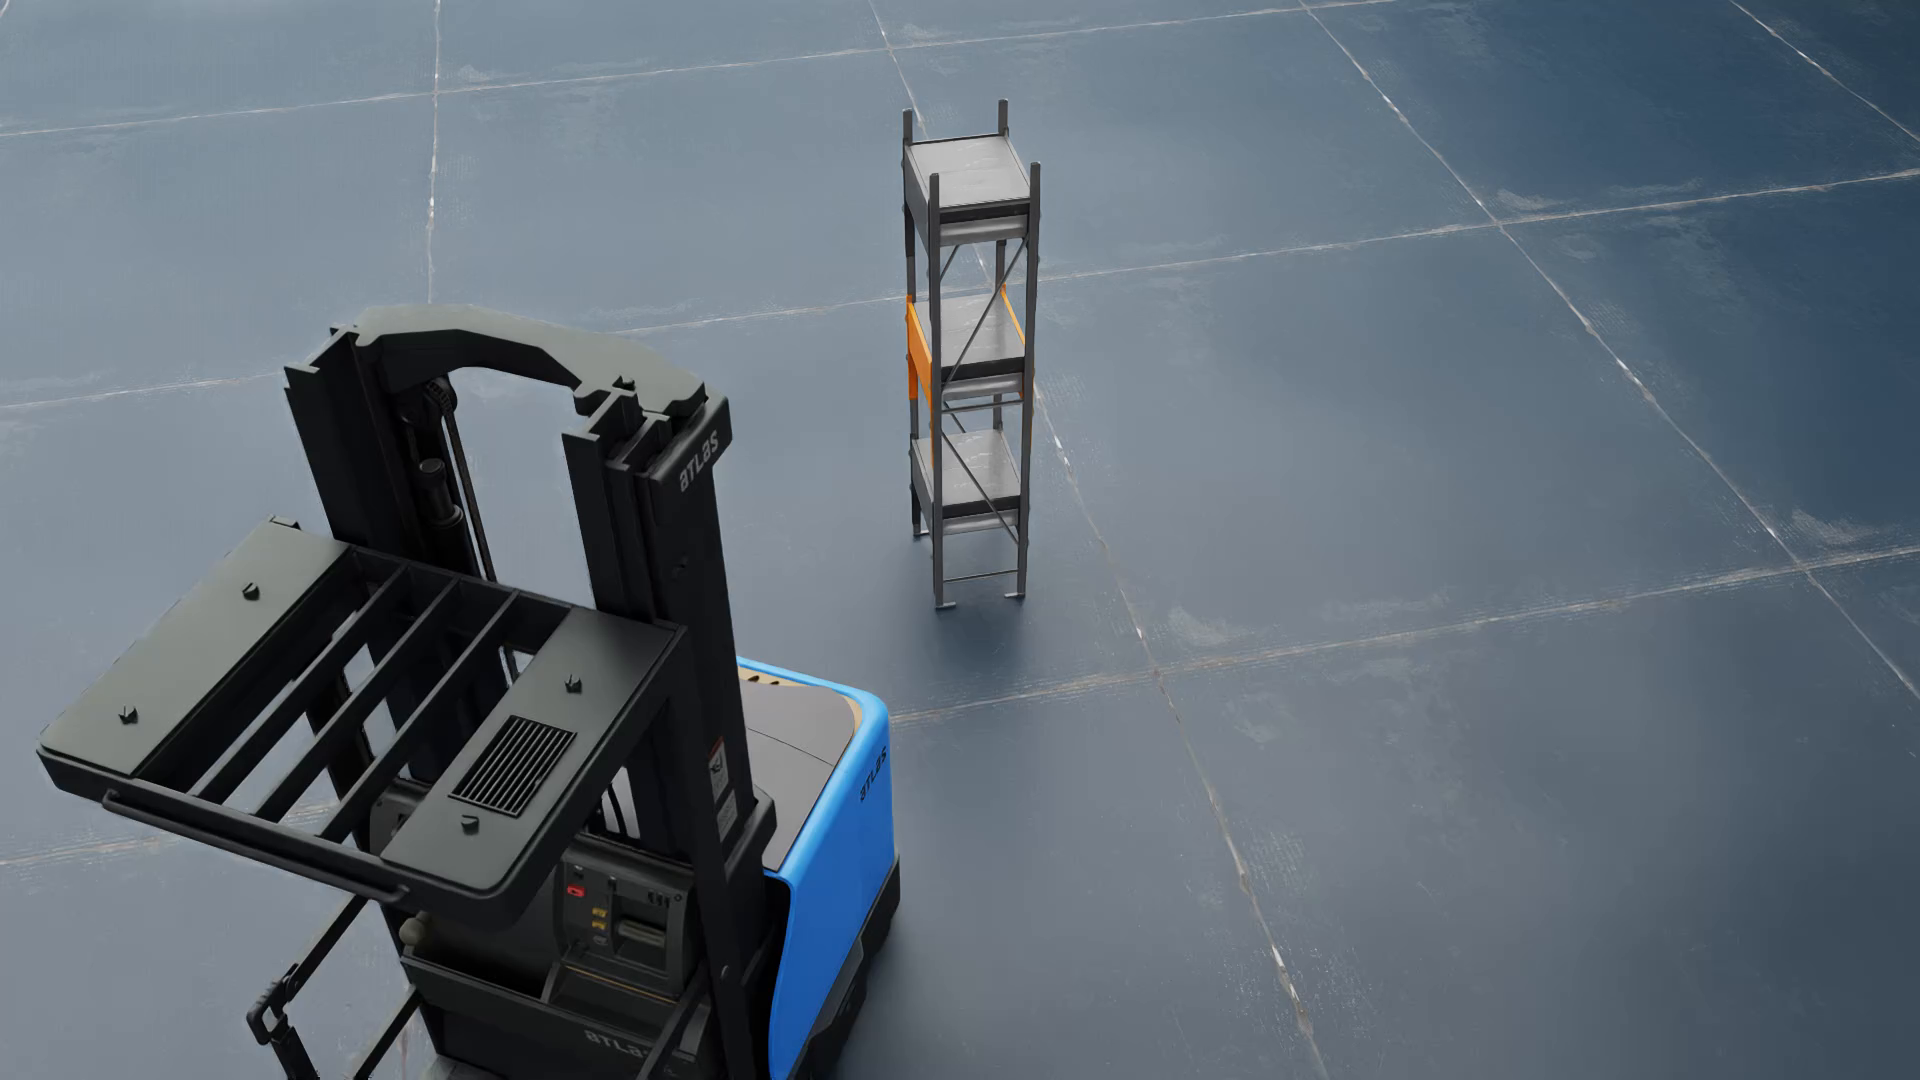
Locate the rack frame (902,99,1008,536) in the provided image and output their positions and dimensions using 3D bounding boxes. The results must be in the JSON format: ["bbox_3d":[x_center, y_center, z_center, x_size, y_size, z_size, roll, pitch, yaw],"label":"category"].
[{"bbox_3d":[-0.017,-0.836,6.892,0.400,2.100,0.015,-8,42,-9],"label":"rack frame"}]

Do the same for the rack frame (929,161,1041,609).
[{"bbox_3d":[0.088,-0.520,6.536,0.400,2.100,0.015,-8,42,-9],"label":"rack frame"}]

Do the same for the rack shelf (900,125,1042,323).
[{"bbox_3d":[0.036,-1.191,6.258,0.431,0.518,0.480,-8,42,-9],"label":"rack shelf"}]

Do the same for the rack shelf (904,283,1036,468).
[{"bbox_3d":[0.036,-0.668,6.723,0.431,0.518,0.480,-8,42,-9],"label":"rack shelf"}]

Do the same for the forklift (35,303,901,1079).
[{"bbox_3d":[-1.198,1.020,4.175,1.130,2.935,3.031,14,43,15],"label":"forklift"}]

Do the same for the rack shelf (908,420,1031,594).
[{"bbox_3d":[0.036,-0.144,7.188,0.431,0.518,0.480,-8,42,-9],"label":"rack shelf"}]

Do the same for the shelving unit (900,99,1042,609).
[{"bbox_3d":[0.036,-0.678,6.714,0.431,2.100,0.503,-8,42,-9],"label":"shelving unit"}]
